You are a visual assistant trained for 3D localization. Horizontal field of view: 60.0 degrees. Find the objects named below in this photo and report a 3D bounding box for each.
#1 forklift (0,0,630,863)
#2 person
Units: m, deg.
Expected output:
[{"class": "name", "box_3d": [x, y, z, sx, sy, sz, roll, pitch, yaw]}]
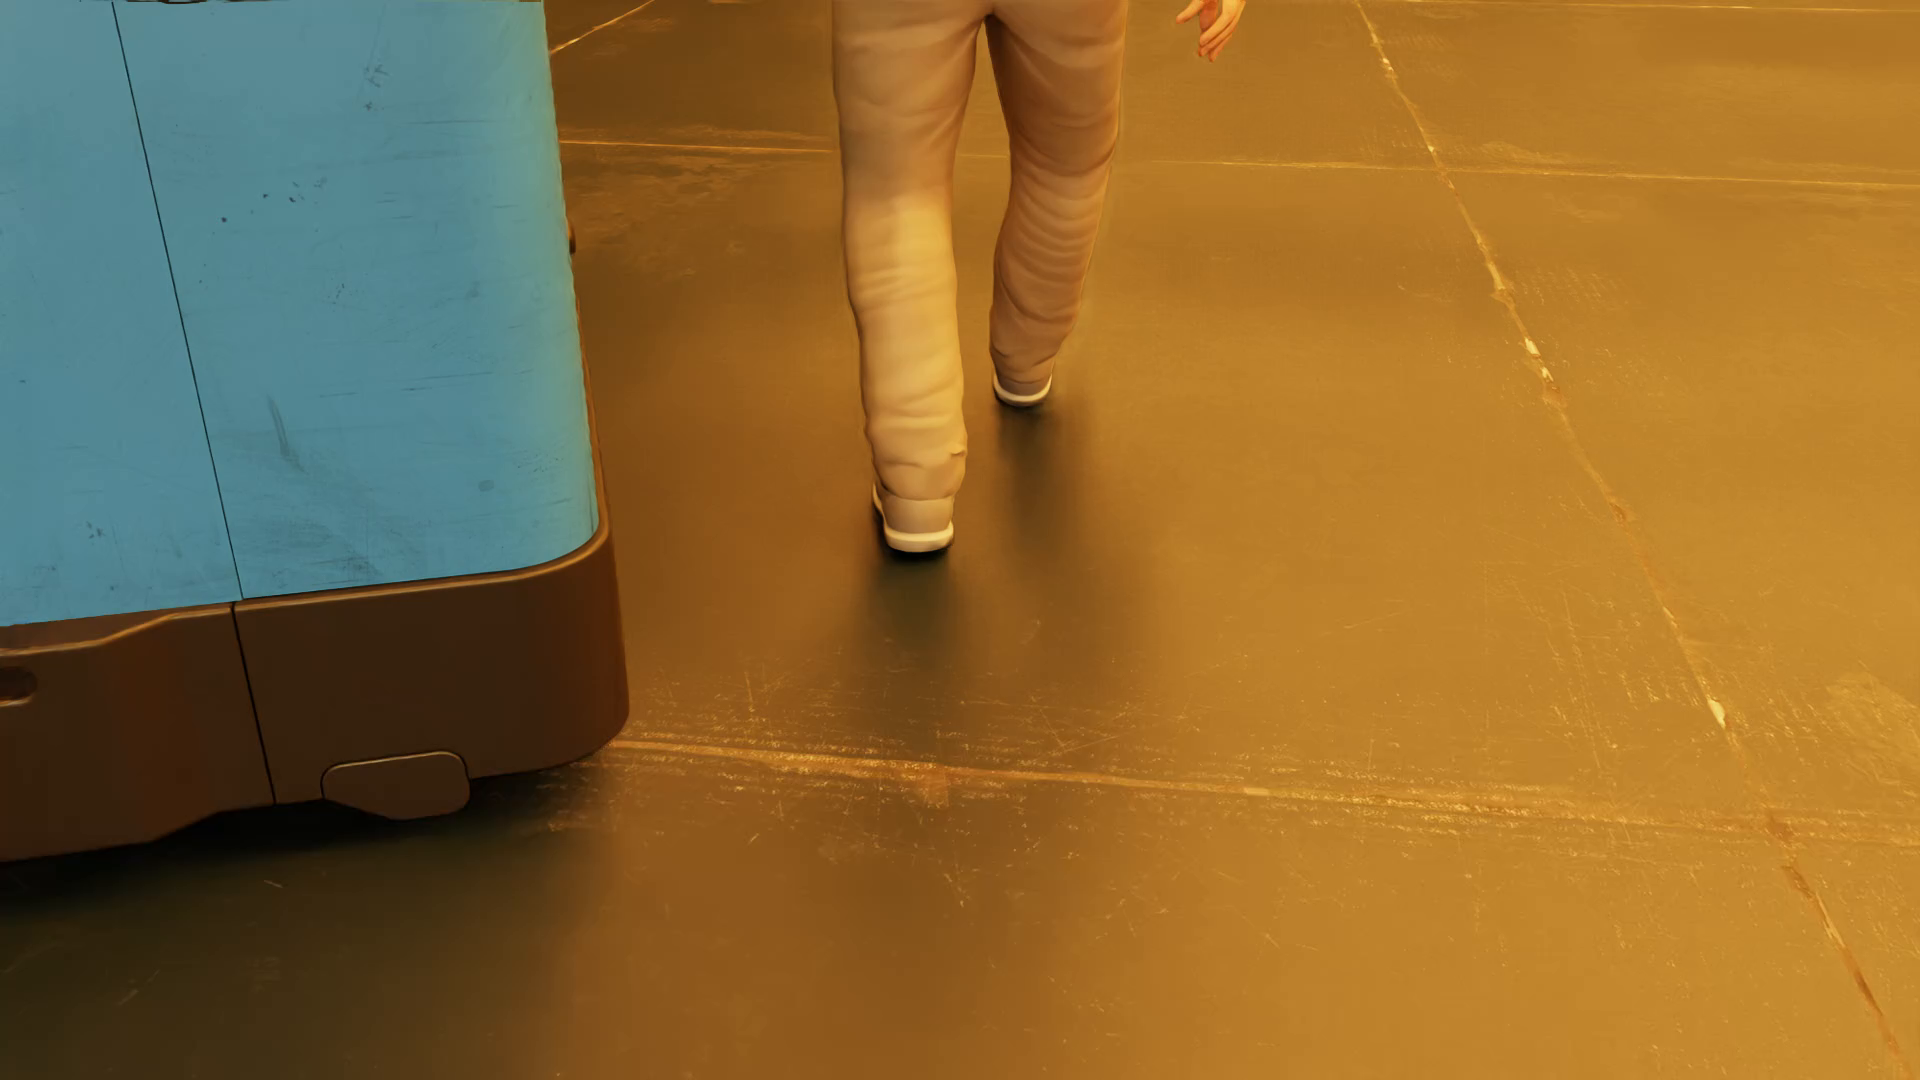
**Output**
[{"class": "forklift", "box_3d": [-1.958, -1.068, 1.358, 3.031, 2.935, 1.130, -6, 27, -13]}, {"class": "person", "box_3d": [0.048, -0.916, 2.462, 0.692, 1.679, 0.891, -2, 27, -4]}]
